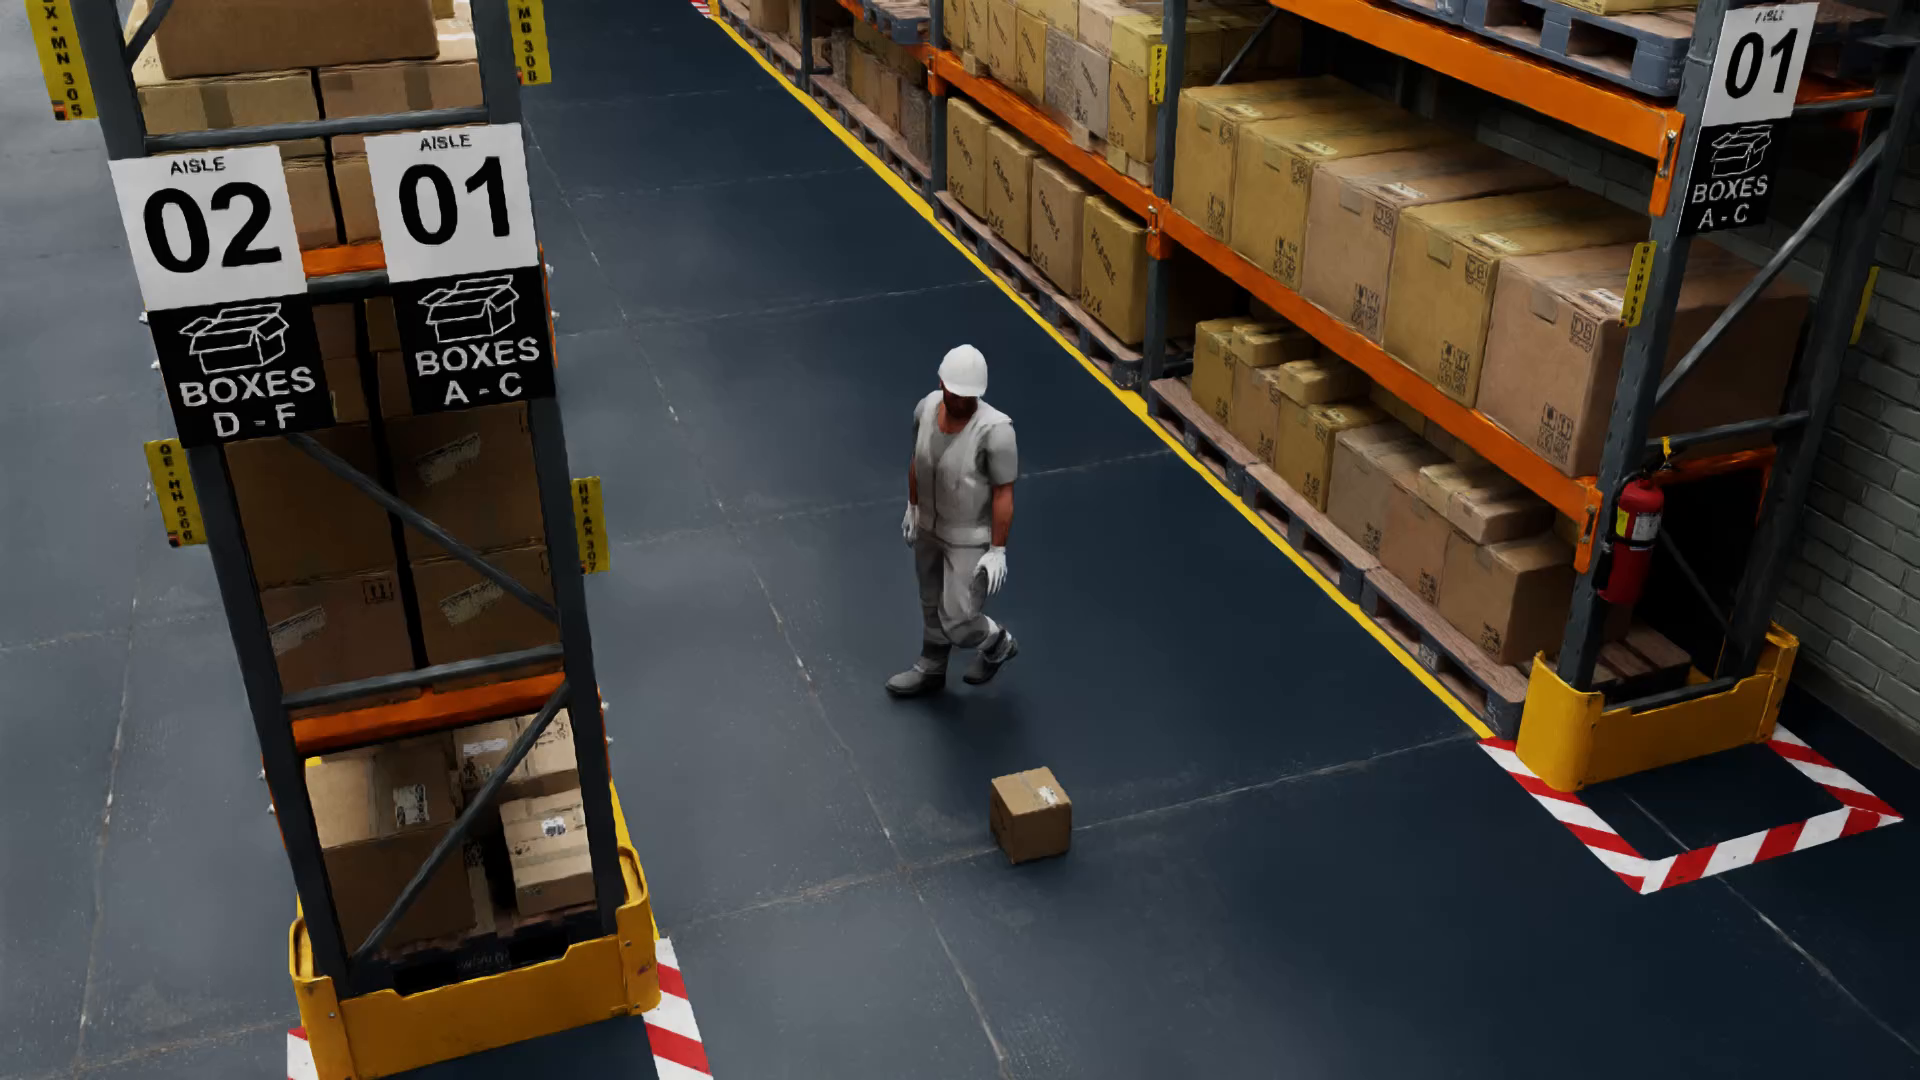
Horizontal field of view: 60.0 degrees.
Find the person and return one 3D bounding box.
[{"bbox_3d":[0.022,-0.043,7.172,0.633,1.776,0.509,26,39,38],"label":"person"}]
